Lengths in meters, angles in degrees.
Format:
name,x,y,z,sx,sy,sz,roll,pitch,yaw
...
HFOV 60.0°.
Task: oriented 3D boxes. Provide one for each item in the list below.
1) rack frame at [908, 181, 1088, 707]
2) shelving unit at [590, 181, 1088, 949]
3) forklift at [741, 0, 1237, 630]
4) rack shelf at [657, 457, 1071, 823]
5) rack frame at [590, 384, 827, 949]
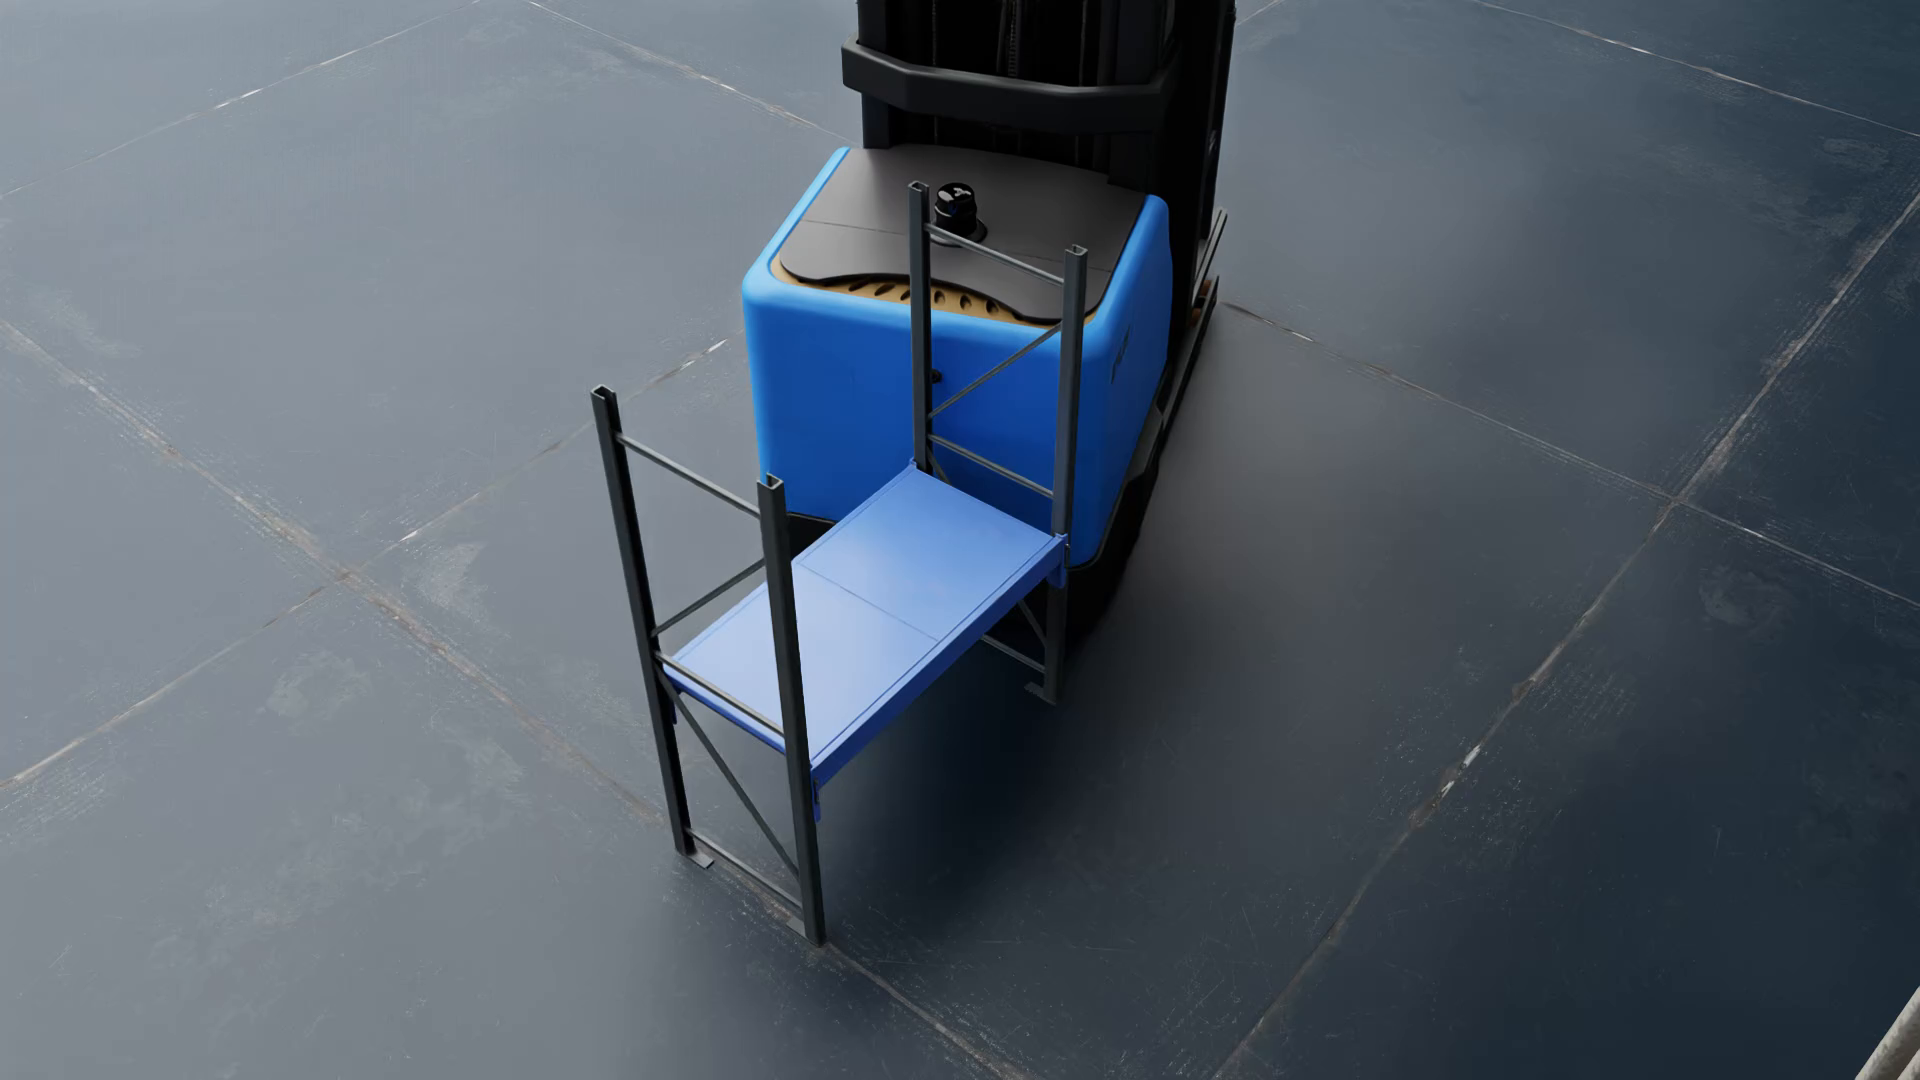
name,x,y,z,sx,sy,sz,roll,pitch,yaw
rack frame,0.082,-0.192,4.346,0.500,1.500,0.032,27,49,27
shelving unit,-0.229,0.079,4.048,0.538,1.500,1.048,27,49,27
forklift,0.317,-1.826,5.080,1.130,2.935,3.031,12,44,13
rack shelf,-0.229,0.212,4.169,0.538,0.185,1.000,27,49,27
rack frame,-0.540,0.350,3.751,0.500,1.500,0.032,27,49,27
